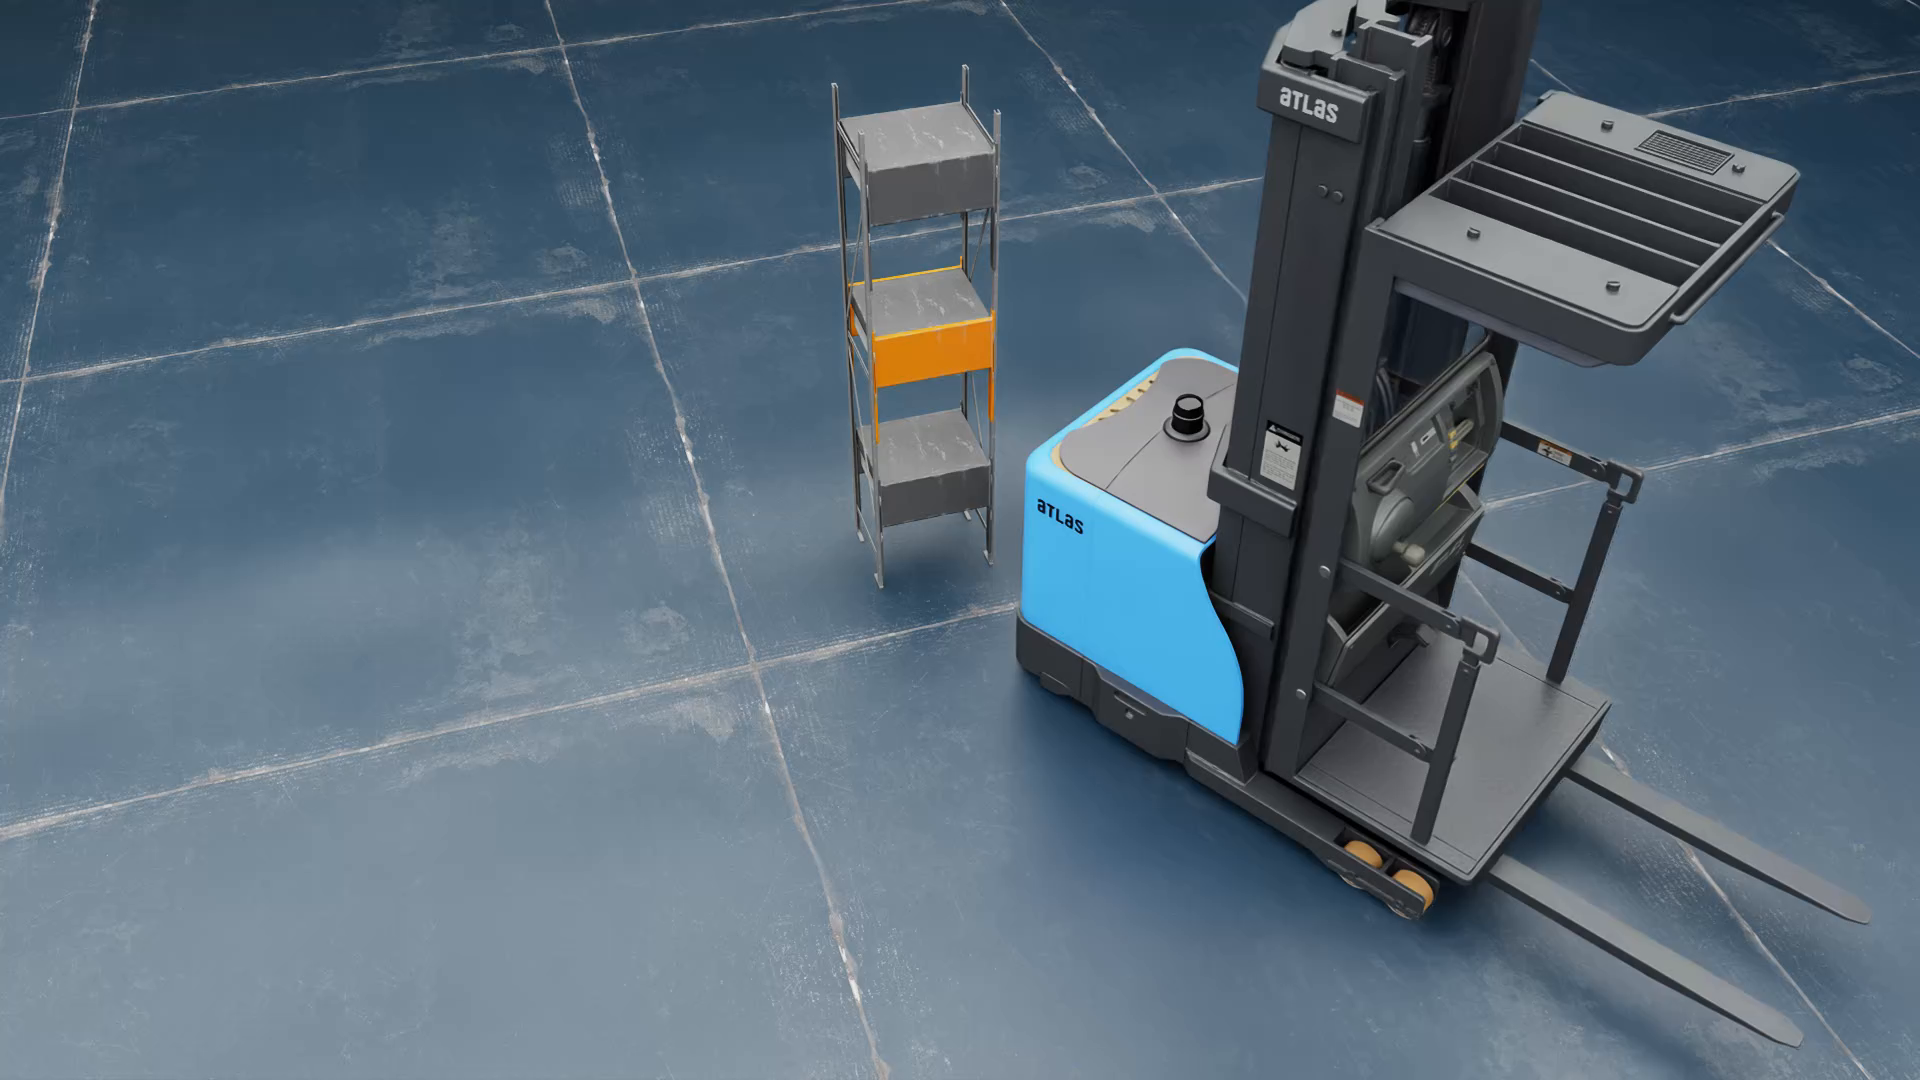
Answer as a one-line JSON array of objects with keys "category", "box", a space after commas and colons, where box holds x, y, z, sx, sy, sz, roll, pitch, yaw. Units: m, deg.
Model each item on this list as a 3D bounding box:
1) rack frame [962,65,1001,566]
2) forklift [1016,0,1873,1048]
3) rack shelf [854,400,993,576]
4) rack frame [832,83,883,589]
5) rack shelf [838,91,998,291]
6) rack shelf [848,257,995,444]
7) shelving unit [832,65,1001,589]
[{"category": "rack frame", "box": [0.075, -0.806, 6.577, 0.015, 2.100, 0.400, -12, 42, -13]}, {"category": "forklift", "box": [1.663, -0.192, 5.242, 3.031, 2.935, 1.130, 30, 49, 30]}, {"category": "rack shelf", "box": [-0.158, -0.221, 6.991, 0.480, 0.518, 0.431, -12, 42, -13]}, {"category": "rack frame", "box": [-0.391, -0.710, 6.467, 0.015, 2.100, 0.400, -12, 42, -13]}, {"category": "rack shelf", "box": [-0.158, -1.275, 6.070, 0.480, 0.518, 0.431, -12, 42, -13]}, {"category": "rack shelf", "box": [-0.158, -0.748, 6.531, 0.480, 0.518, 0.431, -12, 42, -13]}, {"category": "shelving unit", "box": [-0.158, -0.758, 6.522, 0.503, 2.100, 0.431, -12, 42, -13]}]
